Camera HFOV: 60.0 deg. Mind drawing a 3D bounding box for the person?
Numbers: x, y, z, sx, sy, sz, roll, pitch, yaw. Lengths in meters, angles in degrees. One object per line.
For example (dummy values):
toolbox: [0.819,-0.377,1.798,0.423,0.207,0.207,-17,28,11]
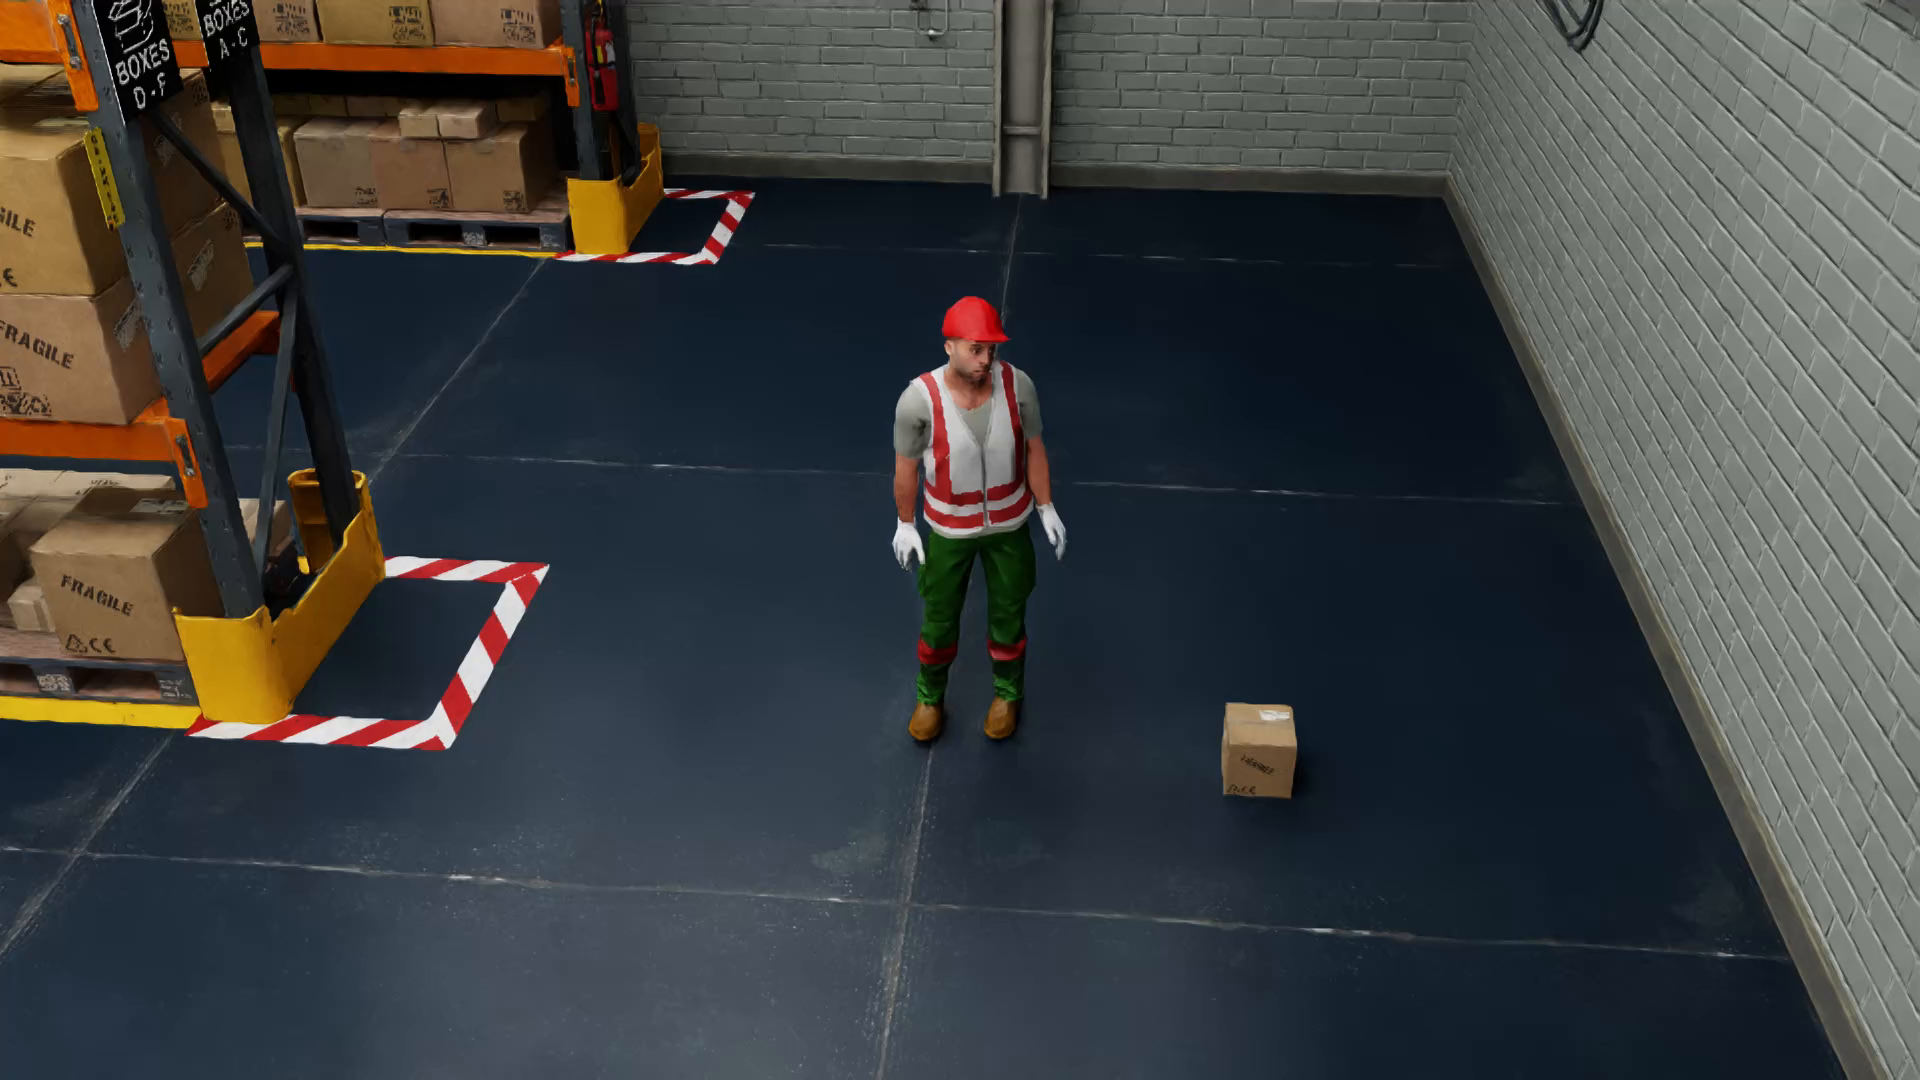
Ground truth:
person: [0.065,-0.056,6.155,0.625,1.795,0.382,-7,32,-11]
